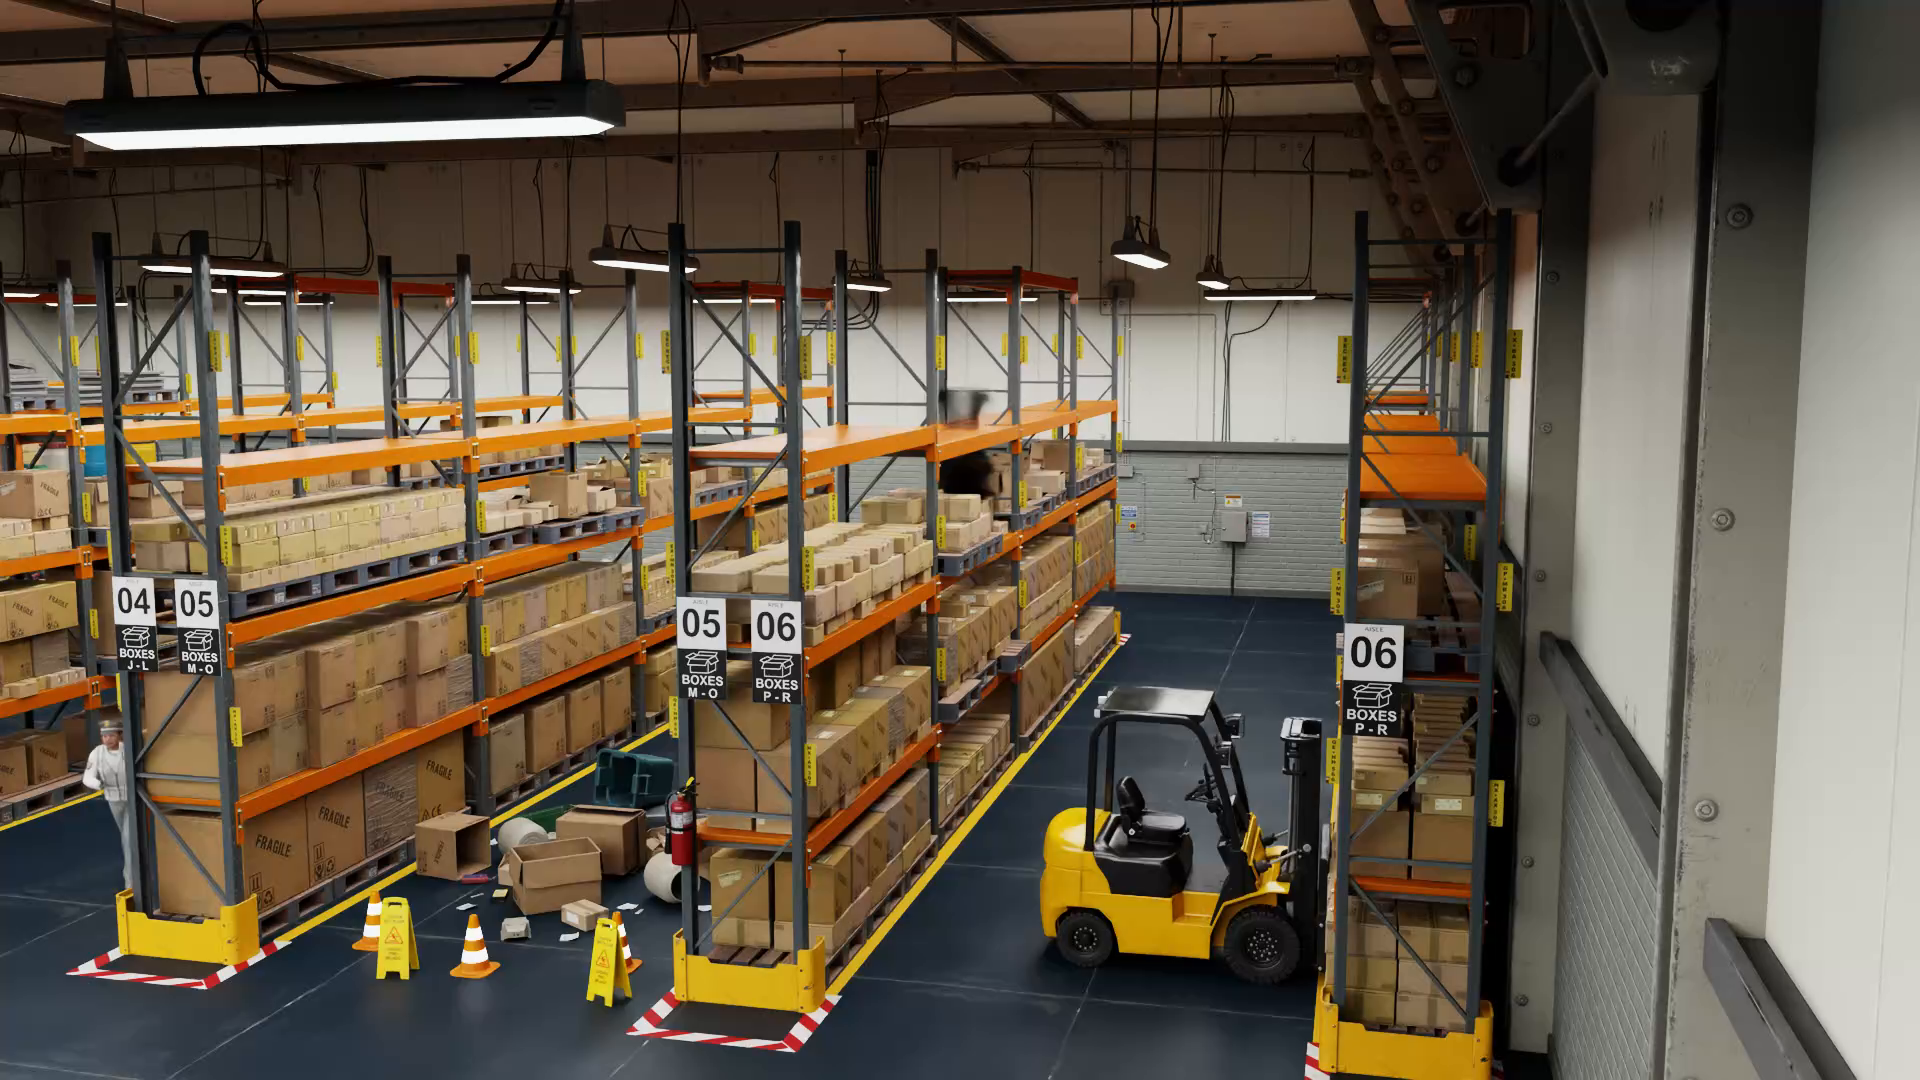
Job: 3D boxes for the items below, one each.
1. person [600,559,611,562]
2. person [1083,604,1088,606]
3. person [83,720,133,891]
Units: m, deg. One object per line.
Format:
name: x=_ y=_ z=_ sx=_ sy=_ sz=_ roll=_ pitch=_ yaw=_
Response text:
person: x=-5.615 y=1.073 z=26.991 sx=0.688 sy=1.637 sz=0.925 roll=-1 pitch=7 yaw=-12
person: x=2.159 y=0.791 z=29.573 sx=0.588 sy=1.582 sz=0.607 roll=1 pitch=7 yaw=5
person: x=-7.857 y=2.451 z=15.673 sx=0.599 sy=1.663 sz=0.942 roll=0 pitch=7 yaw=-4
